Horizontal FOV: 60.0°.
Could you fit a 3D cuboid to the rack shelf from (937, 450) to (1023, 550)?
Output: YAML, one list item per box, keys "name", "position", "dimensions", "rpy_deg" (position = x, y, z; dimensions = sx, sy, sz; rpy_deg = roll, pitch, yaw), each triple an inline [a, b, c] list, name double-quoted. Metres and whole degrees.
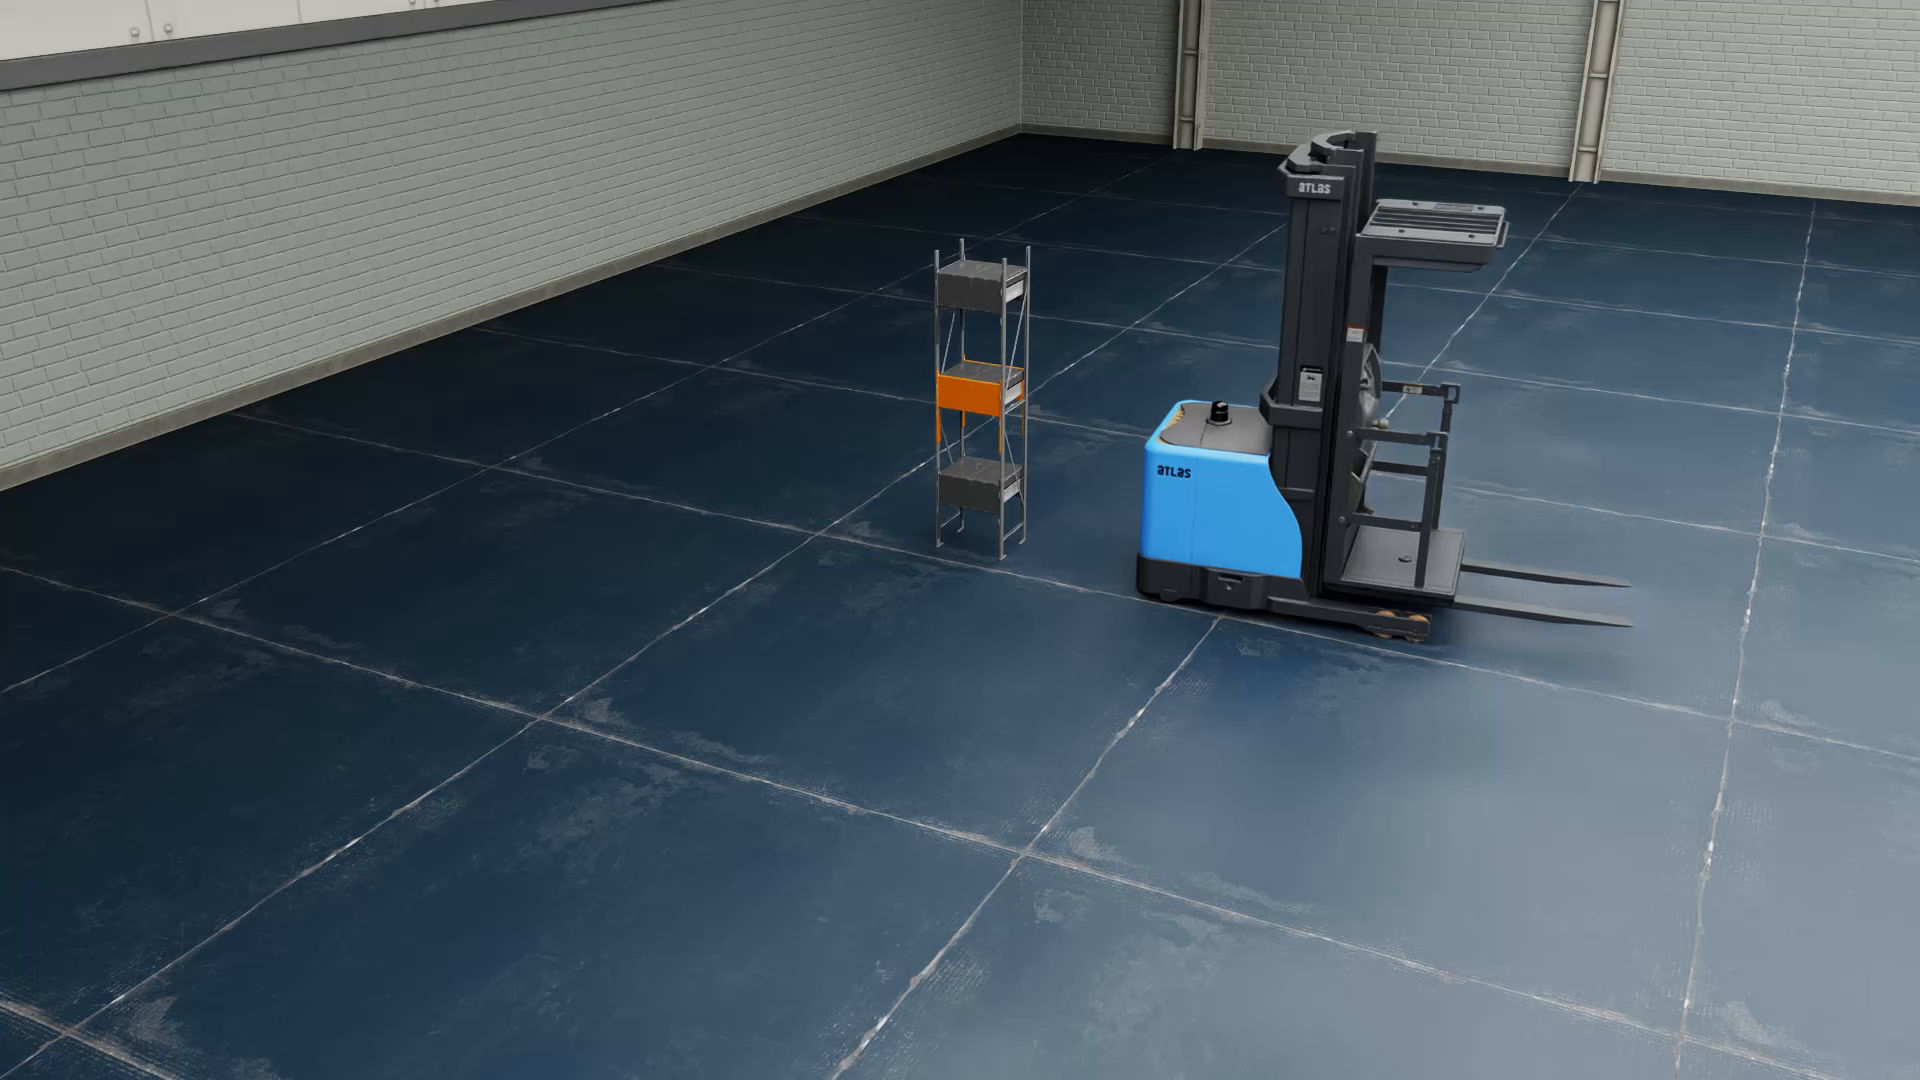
- name: "rack shelf"
  position: [0.148, -0.280, 11.550]
  dimensions: [0.480, 0.518, 0.431]
  rpy_deg: [11, 25, 25]

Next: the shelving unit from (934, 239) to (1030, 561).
- name: "shelving unit"
  position: [0.148, -0.937, 11.270]
  dimensions: [0.503, 2.100, 0.431]
  rpy_deg: [11, 25, 25]

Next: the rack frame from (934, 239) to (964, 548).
- name: "rack frame"
  position: [-0.070, -0.980, 11.372]
  dimensions: [0.015, 2.100, 0.400]
  rpy_deg: [11, 25, 25]

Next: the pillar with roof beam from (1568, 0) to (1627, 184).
- name: "pillar with roof beam"
  position: [7.025, -7.802, 18.597]
  dimensions: [0.400, 9.000, 9.100]
  rpy_deg: [11, 25, 25]

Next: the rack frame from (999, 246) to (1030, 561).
- name: "rack frame"
  position: [0.365, -0.894, 11.169]
  dimensions: [0.015, 2.100, 0.400]
  rpy_deg: [11, 25, 25]

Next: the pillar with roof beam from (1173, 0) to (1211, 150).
- name: "pillar with roof beam"
  position: [1.671, -8.862, 21.089]
  dimensions: [0.400, 9.000, 9.100]
  rpy_deg: [11, 25, 25]

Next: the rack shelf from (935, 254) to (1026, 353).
- name: "rack shelf"
  position: [0.148, -1.569, 11.002]
  dimensions: [0.480, 0.518, 0.431]
  rpy_deg: [11, 25, 25]

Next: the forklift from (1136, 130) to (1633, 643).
- name: "forklift"
  position: [2.721, -0.950, 10.239]
  dimensions: [3.031, 2.935, 1.130]
  rpy_deg: [8, 24, 18]

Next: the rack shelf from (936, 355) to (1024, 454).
- name: "rack shelf"
  position: [0.148, -0.924, 11.276]
  dimensions: [0.480, 0.518, 0.431]
  rpy_deg: [11, 25, 25]
